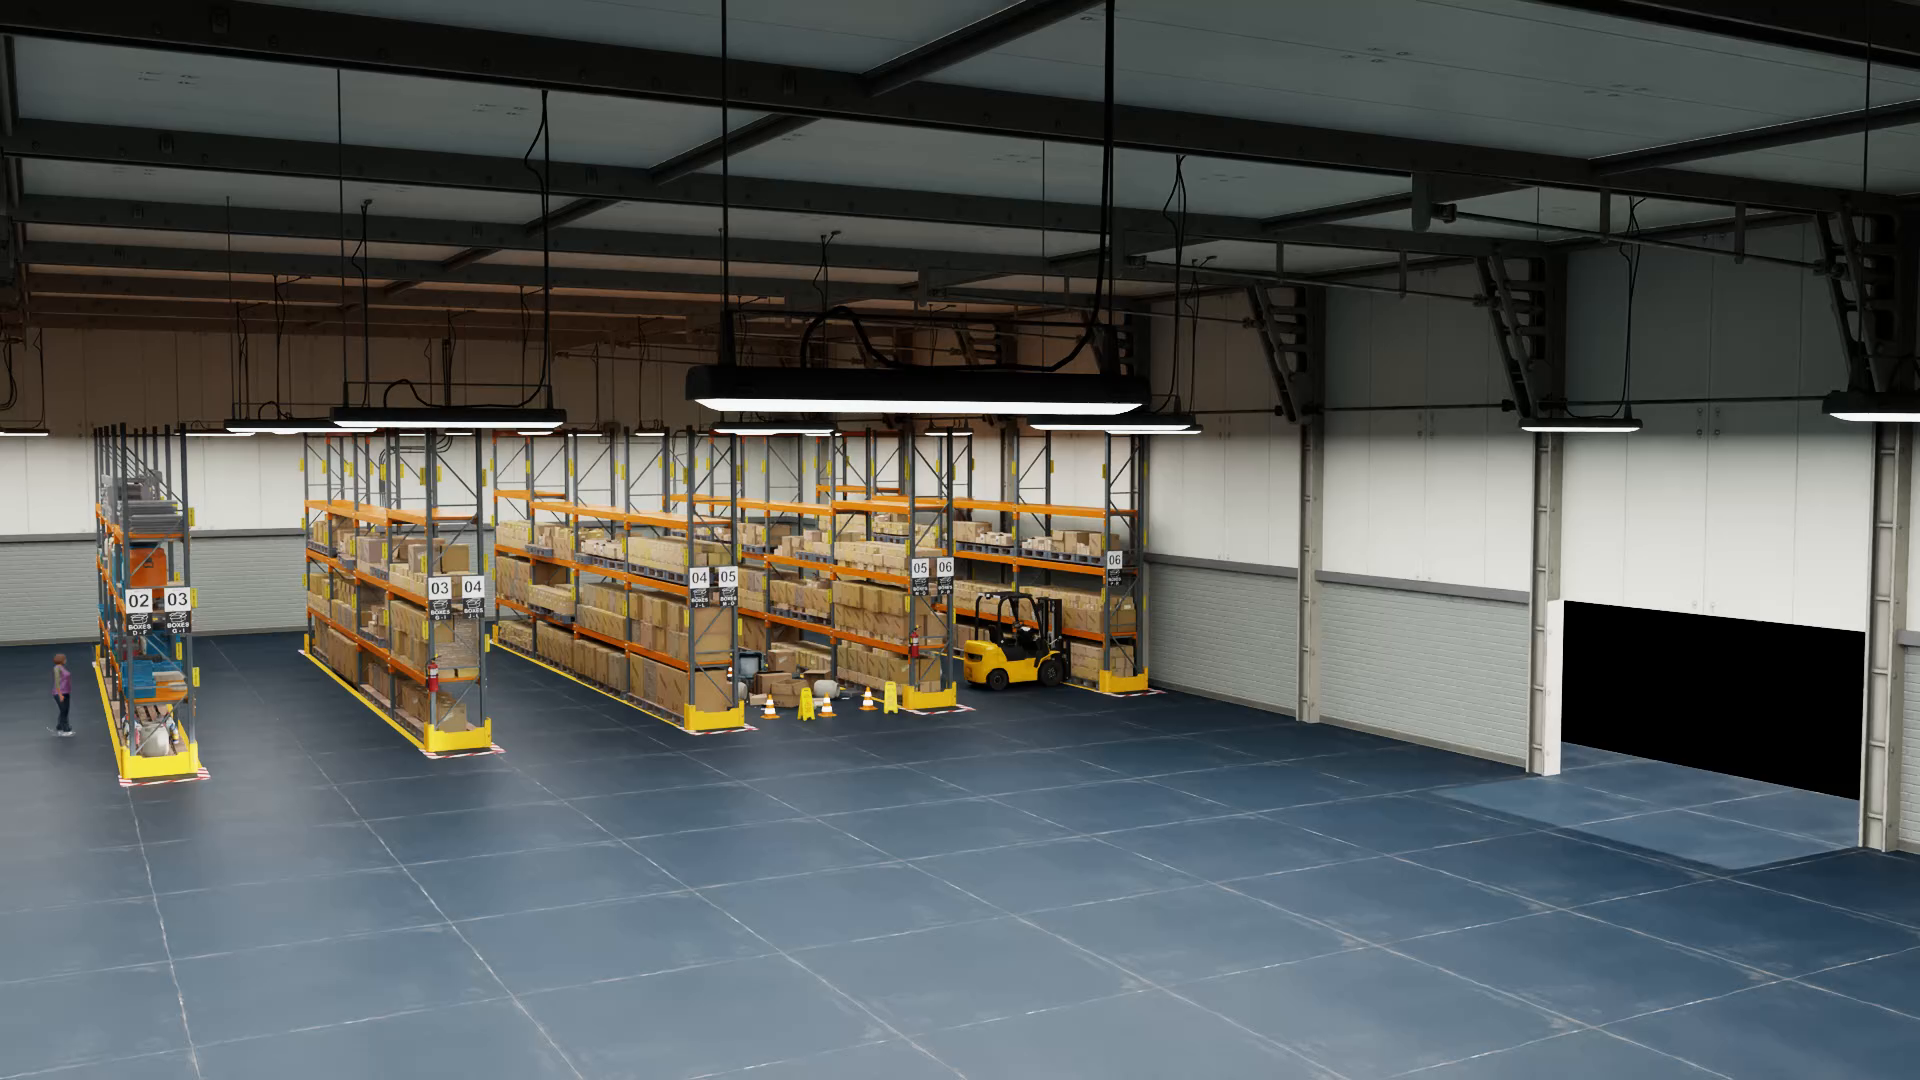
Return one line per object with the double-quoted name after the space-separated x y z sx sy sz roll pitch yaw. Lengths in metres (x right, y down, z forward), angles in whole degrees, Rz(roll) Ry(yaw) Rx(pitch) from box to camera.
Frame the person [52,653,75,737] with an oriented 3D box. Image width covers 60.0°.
-17.302 2.995 32.187 0.520 1.618 0.421 0 3 5 "person"
